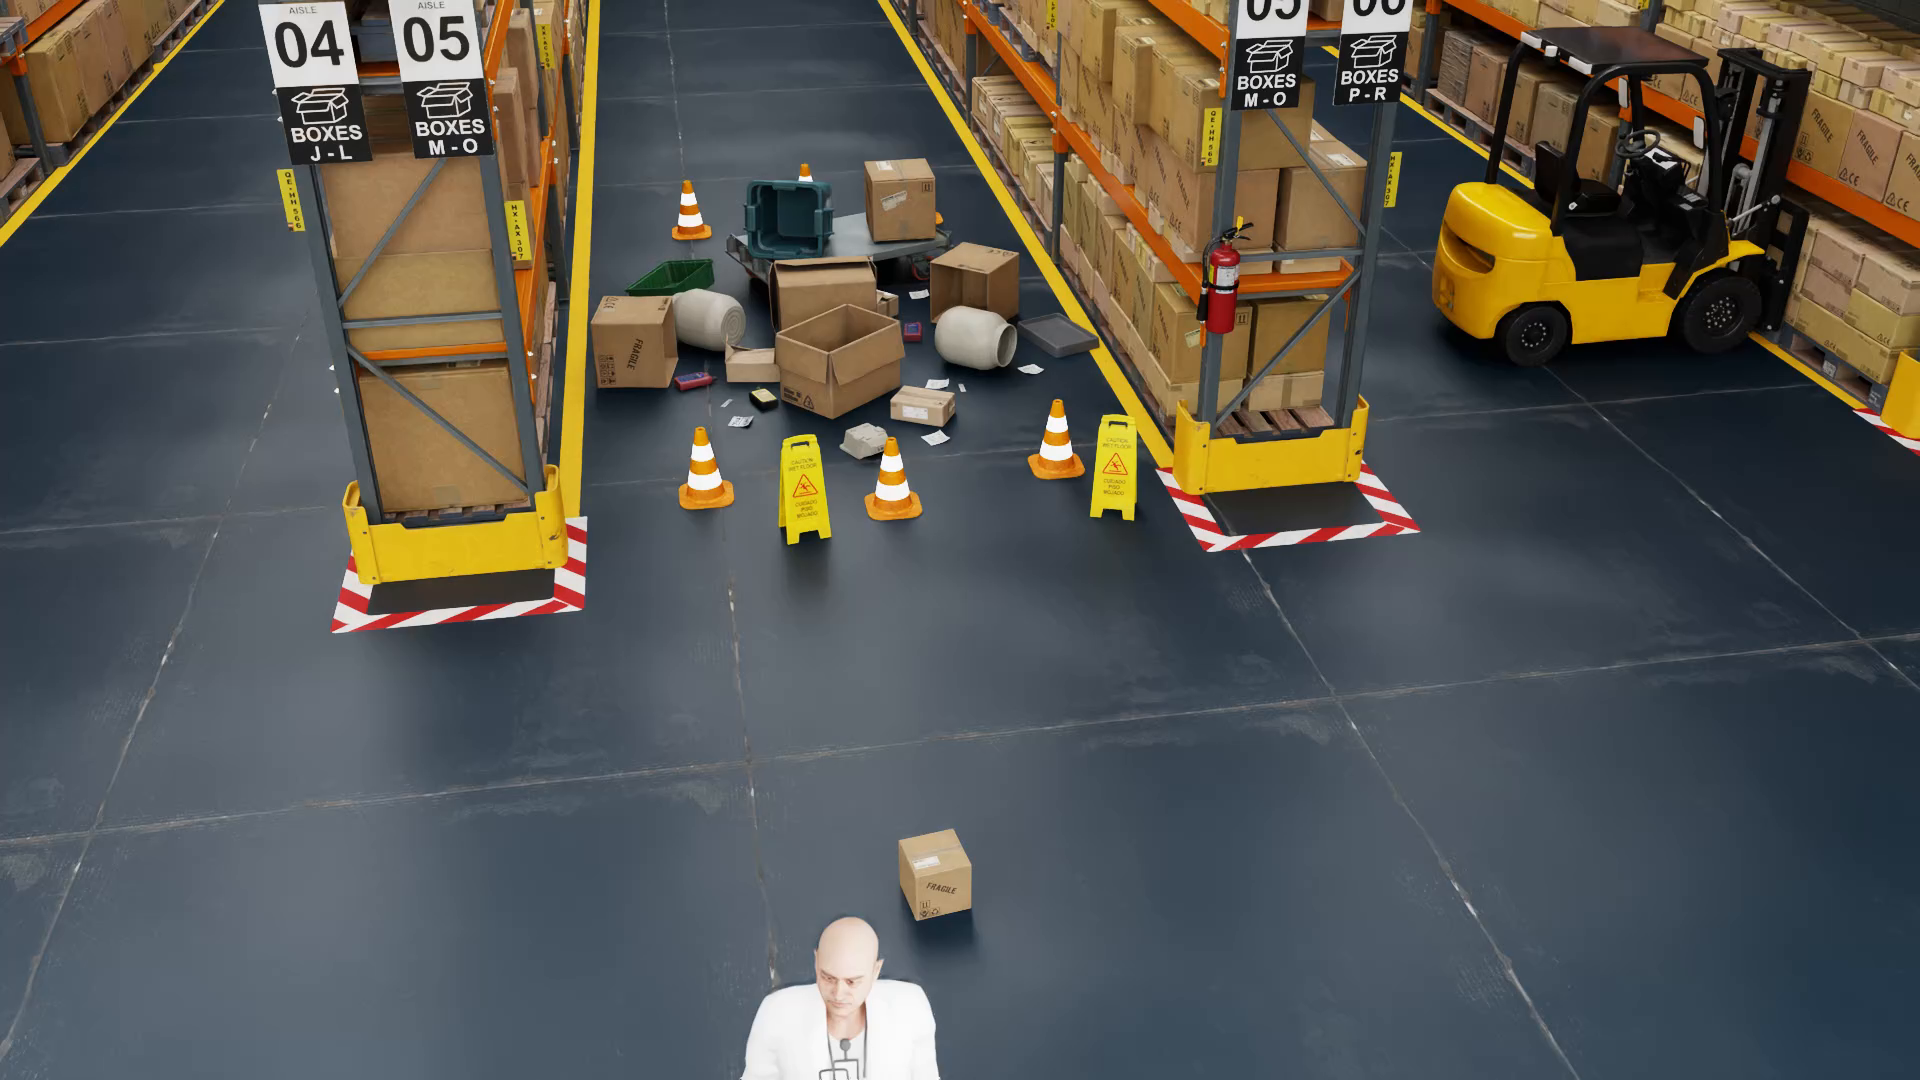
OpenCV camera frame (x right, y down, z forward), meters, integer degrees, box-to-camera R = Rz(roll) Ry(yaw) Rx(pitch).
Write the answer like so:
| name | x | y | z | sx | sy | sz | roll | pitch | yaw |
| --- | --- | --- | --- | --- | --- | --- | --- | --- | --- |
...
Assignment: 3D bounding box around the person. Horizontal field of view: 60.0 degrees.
| name | x | y | z | sx | sy | sz | roll | pitch | yaw |
| --- | --- | --- | --- | --- | --- | --- | --- | --- | --- |
| person | -0.350 | 1.828 | 5.014 | 0.612 | 1.746 | 0.985 | -1 | 30 | -1 |
